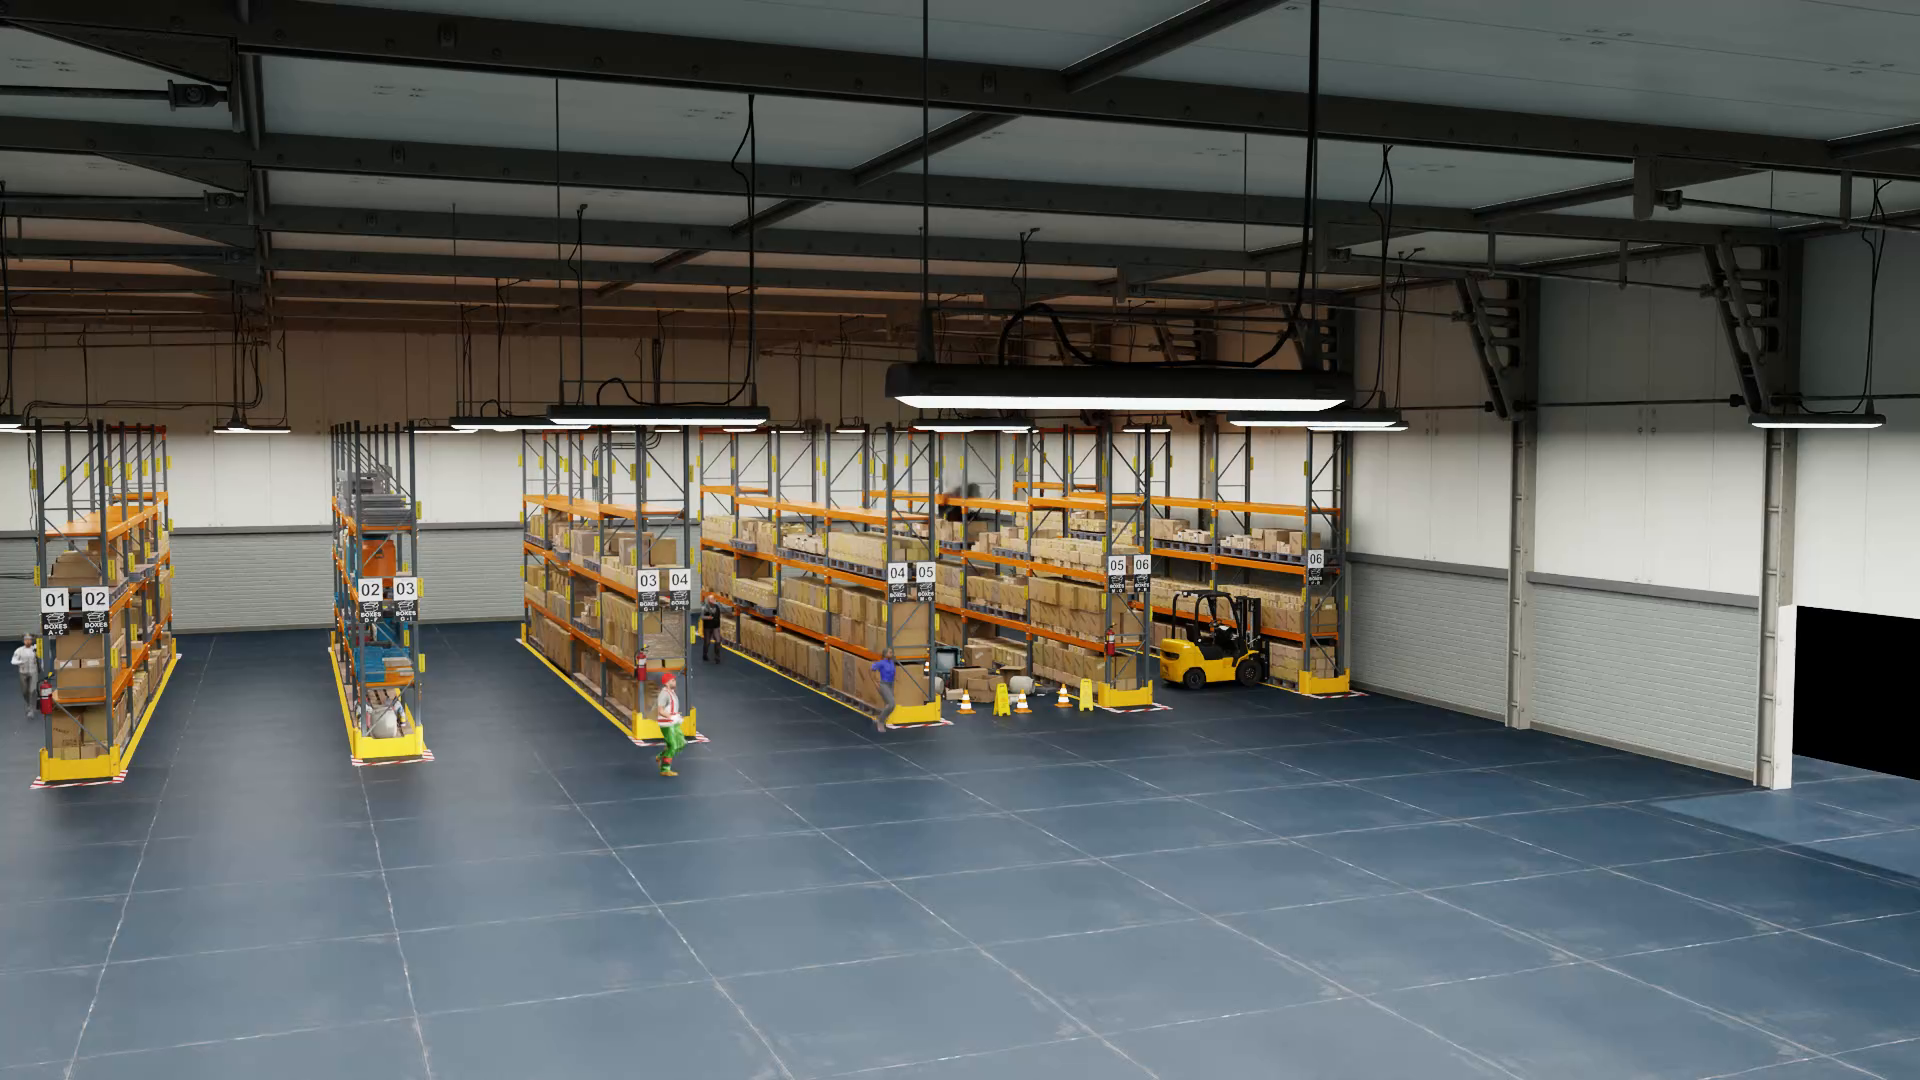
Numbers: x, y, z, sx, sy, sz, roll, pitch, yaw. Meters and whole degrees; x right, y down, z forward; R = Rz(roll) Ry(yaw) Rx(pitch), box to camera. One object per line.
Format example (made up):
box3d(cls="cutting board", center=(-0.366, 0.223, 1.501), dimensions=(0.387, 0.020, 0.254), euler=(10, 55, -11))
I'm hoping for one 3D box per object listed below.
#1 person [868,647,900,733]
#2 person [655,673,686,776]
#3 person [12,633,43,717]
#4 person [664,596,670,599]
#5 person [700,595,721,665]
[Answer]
box3d(cls="person", center=(-1.409, 2.901, 32.255), dimensions=(0.545, 1.621, 0.590), euler=(2, 4, 27))
box3d(cls="person", center=(-4.887, 3.098, 27.939), dimensions=(0.580, 1.745, 0.661), euler=(1, 4, 8))
box3d(cls="person", center=(-19.032, 2.730, 34.000), dimensions=(0.610, 1.680, 0.896), euler=(-1, 4, -22))
box3d(cls="person", center=(-8.405, 1.946, 47.228), dimensions=(0.713, 1.702, 0.702), euler=(0, 4, 5))
box3d(cls="person", center=(-6.259, 2.252, 41.793), dimensions=(0.605, 1.771, 0.845), euler=(-2, 4, -25))
